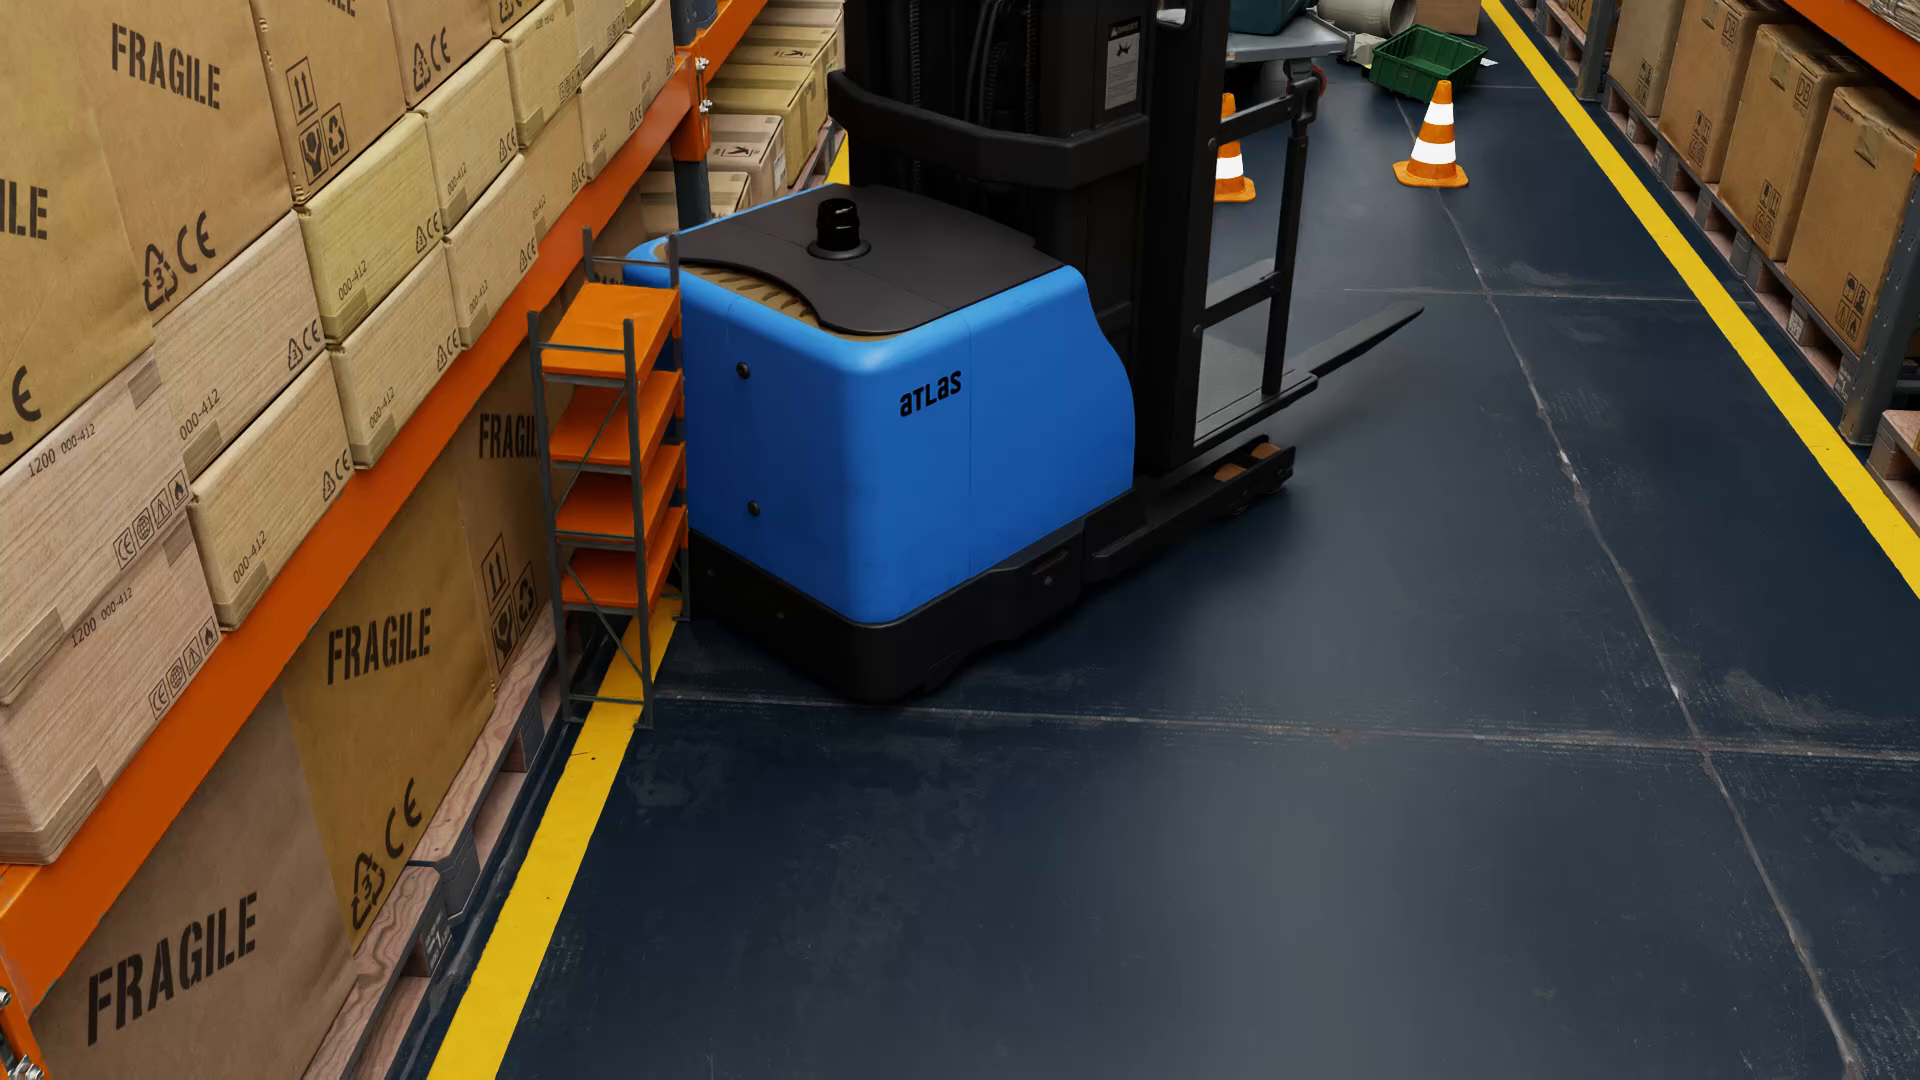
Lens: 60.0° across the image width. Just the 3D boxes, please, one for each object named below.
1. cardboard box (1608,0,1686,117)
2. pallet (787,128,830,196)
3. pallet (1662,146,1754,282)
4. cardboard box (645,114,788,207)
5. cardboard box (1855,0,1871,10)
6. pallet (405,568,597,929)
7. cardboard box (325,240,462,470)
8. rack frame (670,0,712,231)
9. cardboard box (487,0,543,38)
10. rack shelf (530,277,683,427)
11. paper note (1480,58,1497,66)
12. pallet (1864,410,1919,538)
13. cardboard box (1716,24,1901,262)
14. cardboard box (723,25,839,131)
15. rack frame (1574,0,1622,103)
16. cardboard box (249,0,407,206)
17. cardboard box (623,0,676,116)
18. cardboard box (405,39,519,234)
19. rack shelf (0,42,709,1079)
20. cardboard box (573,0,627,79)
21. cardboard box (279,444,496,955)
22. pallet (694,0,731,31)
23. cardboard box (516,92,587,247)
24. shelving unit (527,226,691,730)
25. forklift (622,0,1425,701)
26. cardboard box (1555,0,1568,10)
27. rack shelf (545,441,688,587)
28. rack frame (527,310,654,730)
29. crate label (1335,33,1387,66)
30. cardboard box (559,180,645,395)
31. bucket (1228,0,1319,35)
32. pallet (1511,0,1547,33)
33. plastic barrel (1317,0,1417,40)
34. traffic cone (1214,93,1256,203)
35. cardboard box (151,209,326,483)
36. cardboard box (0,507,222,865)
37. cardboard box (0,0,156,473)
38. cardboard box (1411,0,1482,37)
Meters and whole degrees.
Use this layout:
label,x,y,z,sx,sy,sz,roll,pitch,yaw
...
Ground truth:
label,x,y,z,sx,sy,sz,roll,pitch,yaw
cardboard box,3.955,-2.592,8.341,1.050,0.750,0.750,2,32,4
pallet,-1.185,-1.624,7.684,1.003,0.211,1.213,2,32,4
pallet,3.831,-1.466,7.428,1.003,0.211,1.213,2,32,4
cardboard box,-1.244,-1.508,6.942,0.950,0.372,0.625,2,32,3
cardboard box,3.401,-2.158,5.797,0.500,0.500,0.500,2,32,4
pallet,-1.593,0.466,4.293,1.003,0.211,1.213,2,32,4
cardboard box,-1.280,-0.368,3.131,0.500,0.250,0.500,2,32,4
rack frame,-1.352,-1.766,5.257,1.000,3.000,0.127,2,32,4
cardboard box,-1.214,-1.425,3.655,0.500,0.500,0.500,2,32,4
rack shelf,-0.857,-0.469,4.084,0.258,0.148,0.480,5,33,1
paper note,3.068,-2.826,9.806,0.147,0.020,0.142,-20,37,-29
pallet,3.525,-0.012,5.068,1.003,0.211,1.213,2,32,4
cardboard box,3.797,-1.601,6.732,1.050,0.750,0.750,3,32,5
cardboard box,-1.121,-2.268,8.175,0.950,0.372,0.625,4,32,7
rack frame,3.916,-3.699,8.394,1.000,3.000,0.127,2,32,4
cardboard box,-1.298,-0.890,2.787,0.500,0.500,0.500,2,32,3
cardboard box,-1.134,-1.427,4.849,0.500,0.250,0.500,1,32,2
cardboard box,-1.239,-0.843,3.425,0.500,0.250,0.500,2,32,2
rack shelf,-1.515,-0.414,3.749,1.077,0.370,4.000,2,32,4
cardboard box,-1.176,-1.383,4.302,0.500,0.250,0.500,2,32,3
cardboard box,-1.641,0.251,3.609,0.875,0.875,0.875,3,32,5
pallet,-1.400,-2.062,5.920,1.213,0.211,1.003,2,32,4
cardboard box,-1.217,-0.897,3.989,0.500,0.250,0.500,2,32,3
shelving unit,-0.882,-0.142,4.301,0.258,1.200,0.503,5,33,1
forklift,0.458,-1.495,4.882,1.130,2.935,3.031,27,41,36
cardboard box,4.106,-3.771,10.135,0.875,0.875,0.875,3,32,4
rack shelf,-0.886,-0.086,4.338,0.258,0.148,0.480,5,33,1
rack frame,-0.898,-0.009,4.097,0.240,1.200,0.015,5,33,1
crate label,2.373,-2.899,9.823,0.298,0.136,0.250,-20,37,-29
cardboard box,-1.491,-0.683,5.124,0.875,0.875,0.875,2,32,4
bucket,1.629,-3.123,9.129,0.726,0.611,0.620,14,44,21
pallet,4.152,-3.546,10.803,1.003,0.211,1.213,2,32,4
plastic barrel,2.479,-3.261,10.139,0.512,0.421,0.421,27,41,37
traffic cone,1.241,-1.875,7.852,0.336,0.463,0.334,2,32,4
cardboard box,-1.346,-0.316,2.570,0.500,0.250,0.500,3,32,5
cardboard box,-1.378,0.170,2.258,0.500,0.250,0.500,2,32,3
cardboard box,-1.355,-0.361,1.928,0.500,0.500,0.500,3,32,5
cardboard box,3.019,-3.492,10.437,0.500,0.500,0.500,8,32,12
